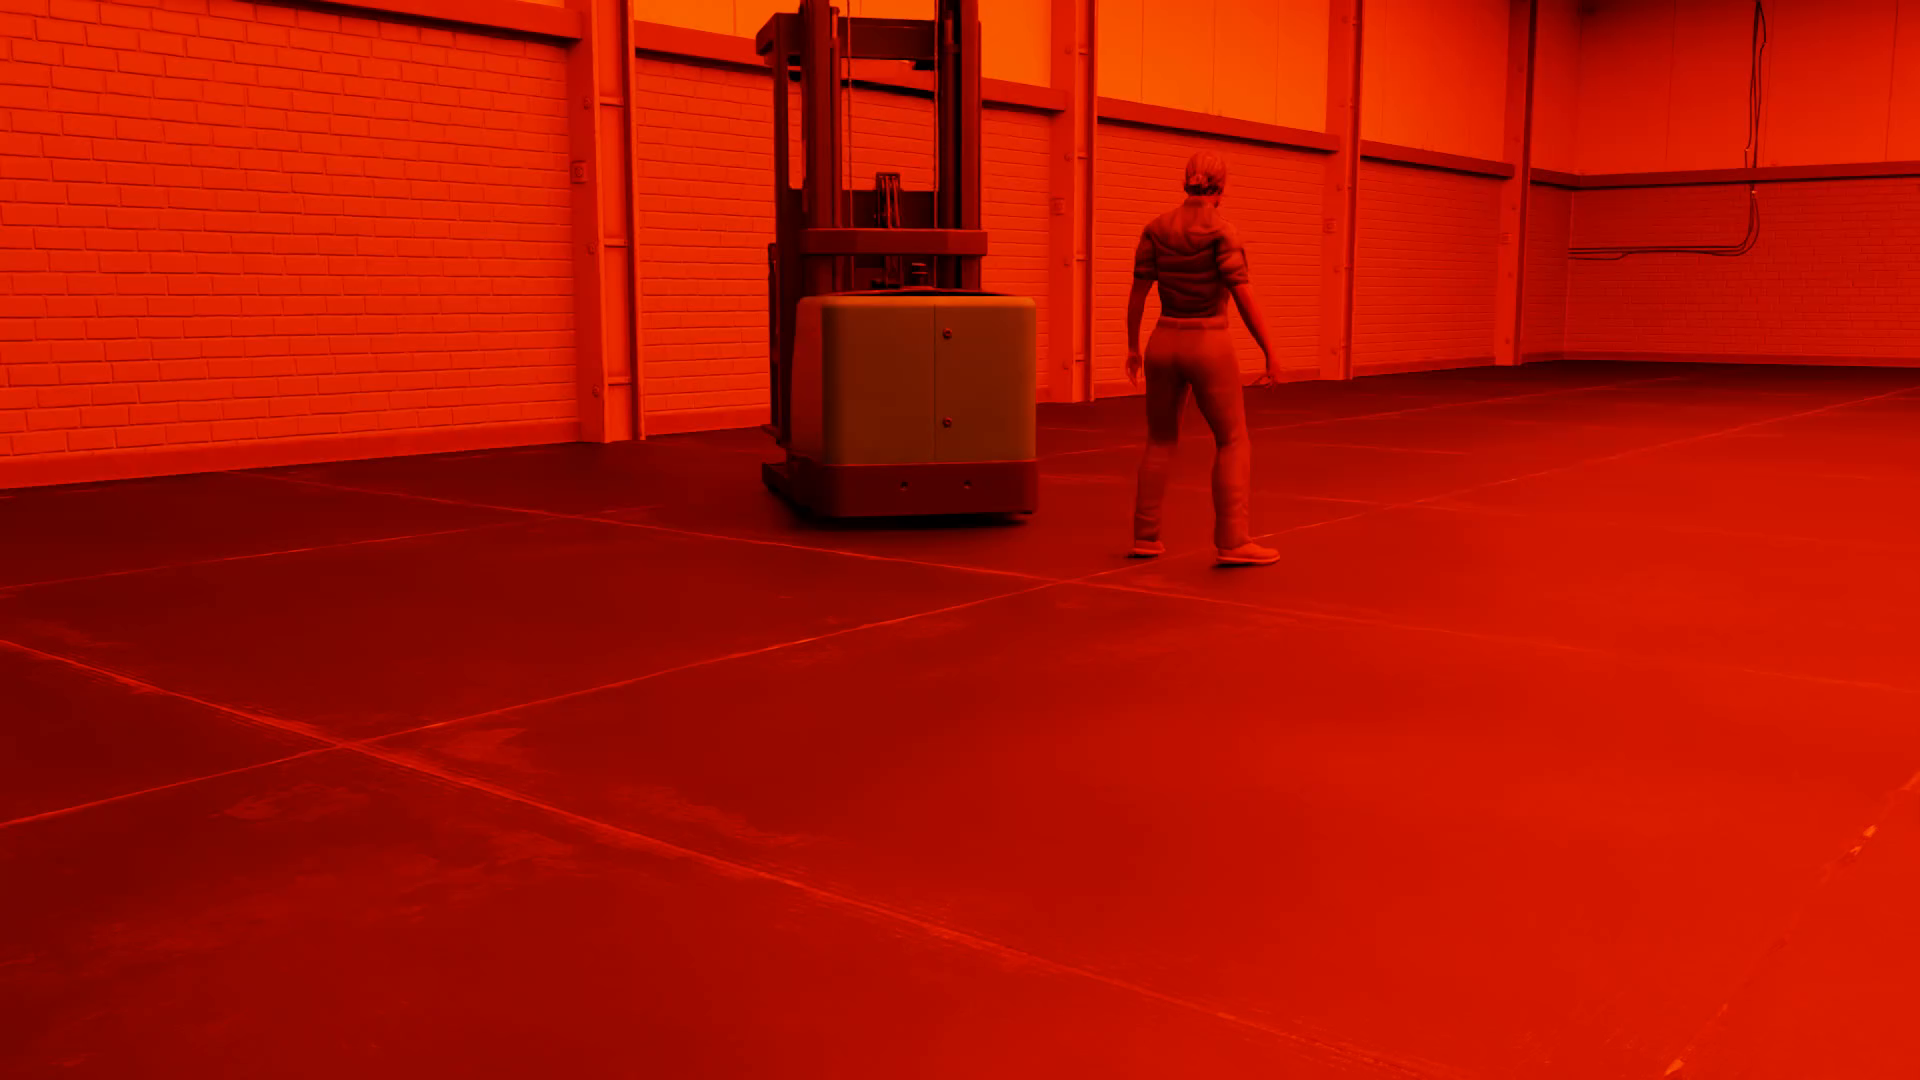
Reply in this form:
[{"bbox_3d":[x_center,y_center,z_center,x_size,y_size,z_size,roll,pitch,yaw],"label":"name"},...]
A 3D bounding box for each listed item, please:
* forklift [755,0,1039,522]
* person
[{"bbox_3d":[-0.488,-1.710,8.967,1.130,2.935,3.031,-2,9,-14],"label":"forklift"},{"bbox_3d":[0.980,-0.730,6.739,0.650,1.661,0.362,7,11,39],"label":"person"}]
